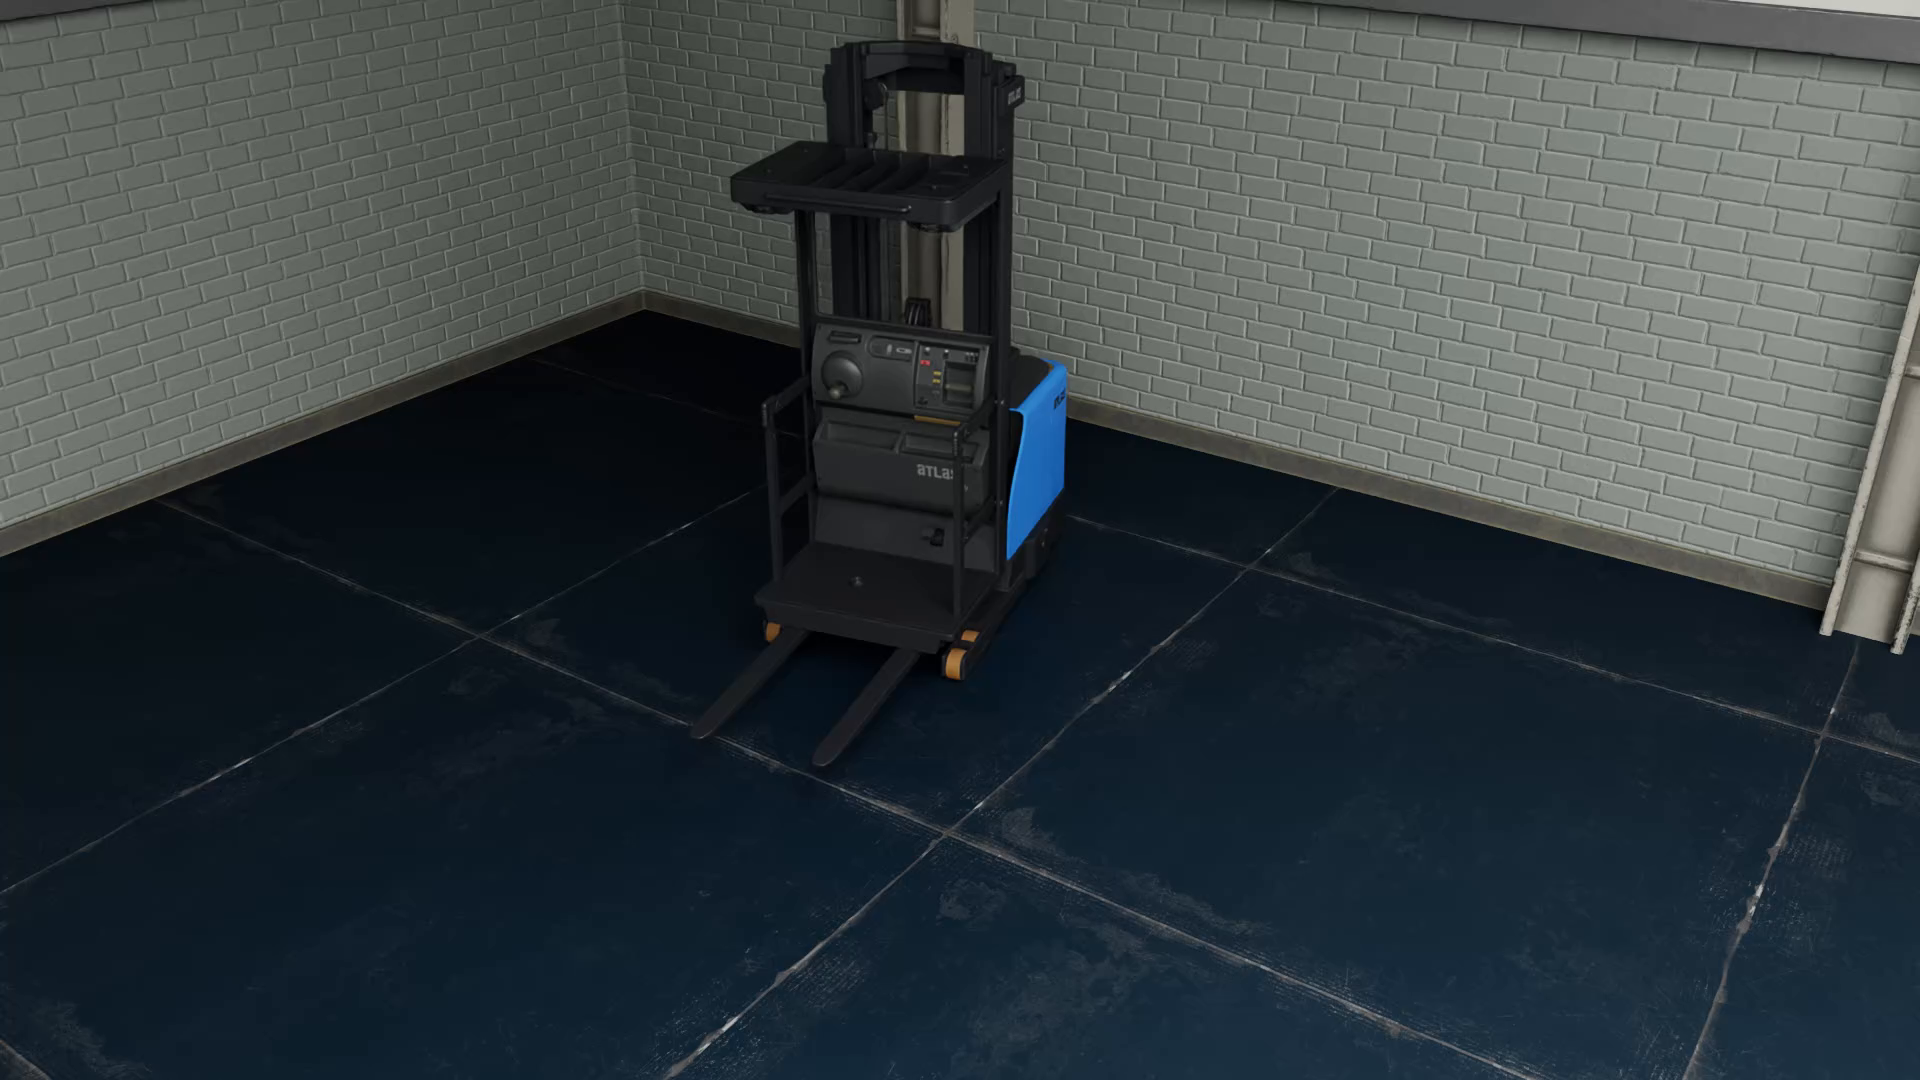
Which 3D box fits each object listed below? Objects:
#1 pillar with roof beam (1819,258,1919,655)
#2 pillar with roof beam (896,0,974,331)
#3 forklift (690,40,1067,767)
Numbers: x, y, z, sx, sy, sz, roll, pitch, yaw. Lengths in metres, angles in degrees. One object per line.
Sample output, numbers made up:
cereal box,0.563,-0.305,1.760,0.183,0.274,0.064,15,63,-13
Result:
pillar with roof beam,2.348,-1.916,3.593,0.400,9.000,9.100,17,32,30
pillar with roof beam,-2.598,-3.457,6.621,0.400,9.000,9.100,17,32,30
forklift,-0.376,-0.811,8.111,1.130,2.935,3.031,10,29,18
